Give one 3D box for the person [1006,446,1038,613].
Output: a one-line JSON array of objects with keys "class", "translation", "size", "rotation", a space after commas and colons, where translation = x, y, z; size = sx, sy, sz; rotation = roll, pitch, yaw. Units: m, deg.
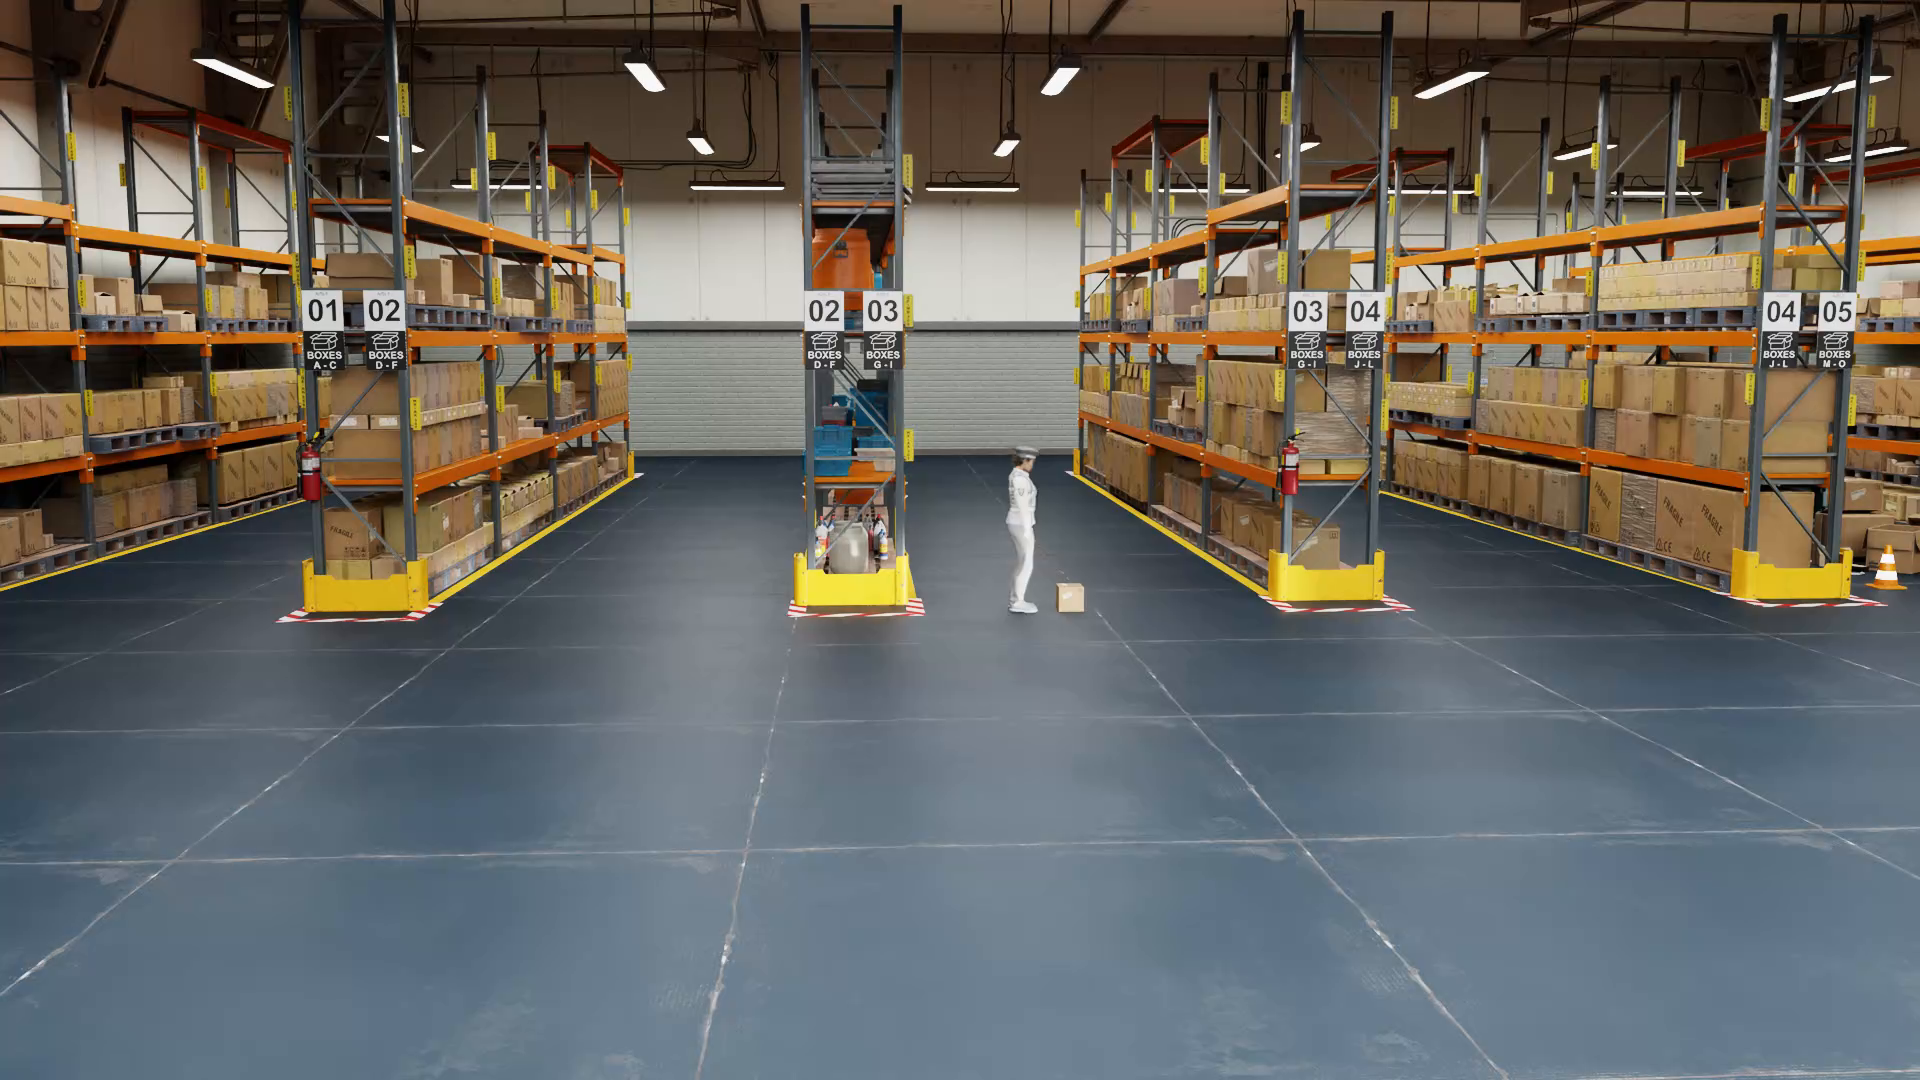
[{"class": "person", "translation": [0.624, -0.112, 16.712], "size": [0.327, 1.660, 0.474], "rotation": [0, 7, -3]}]
